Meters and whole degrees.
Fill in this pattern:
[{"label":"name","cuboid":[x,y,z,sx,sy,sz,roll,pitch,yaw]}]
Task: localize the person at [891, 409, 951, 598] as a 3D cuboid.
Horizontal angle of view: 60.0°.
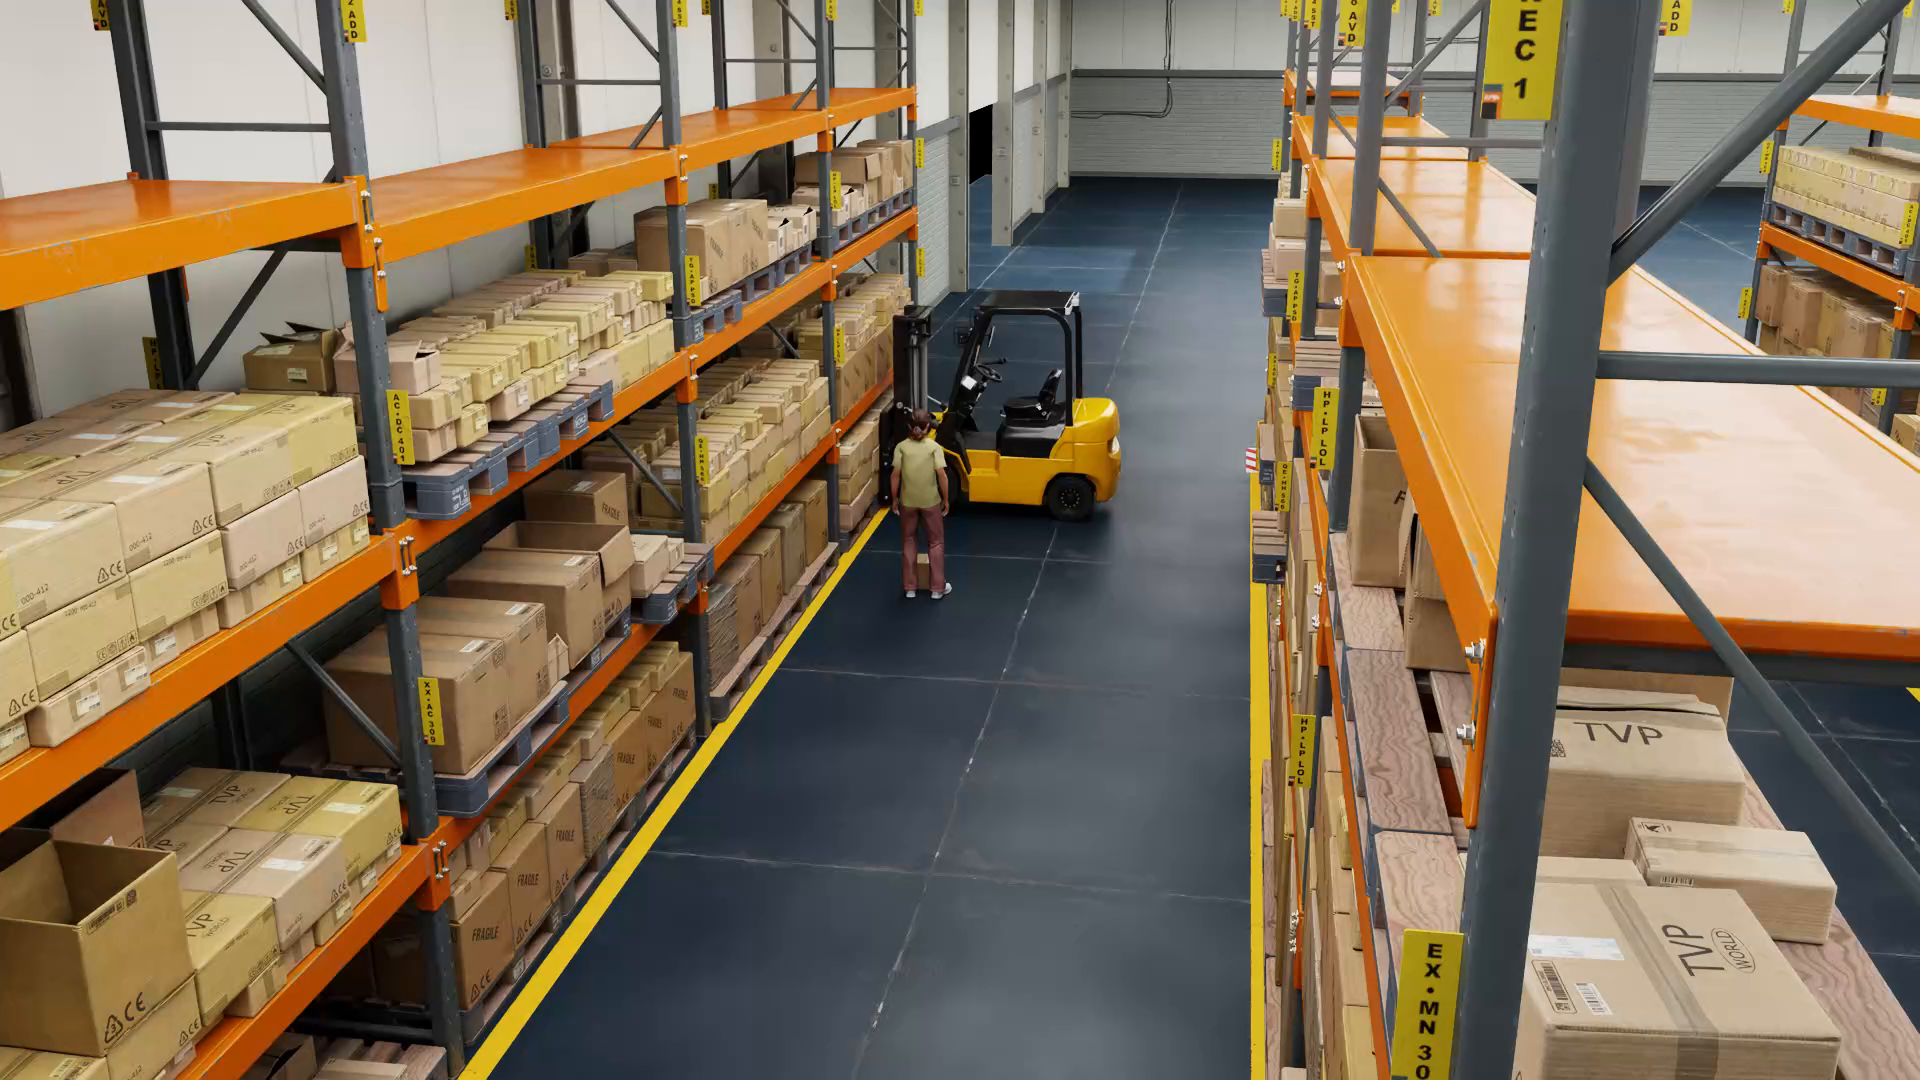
[{"label":"person","cuboid":[-0.343,-0.316,14.475,0.505,1.672,0.350,3,18,8]}]
